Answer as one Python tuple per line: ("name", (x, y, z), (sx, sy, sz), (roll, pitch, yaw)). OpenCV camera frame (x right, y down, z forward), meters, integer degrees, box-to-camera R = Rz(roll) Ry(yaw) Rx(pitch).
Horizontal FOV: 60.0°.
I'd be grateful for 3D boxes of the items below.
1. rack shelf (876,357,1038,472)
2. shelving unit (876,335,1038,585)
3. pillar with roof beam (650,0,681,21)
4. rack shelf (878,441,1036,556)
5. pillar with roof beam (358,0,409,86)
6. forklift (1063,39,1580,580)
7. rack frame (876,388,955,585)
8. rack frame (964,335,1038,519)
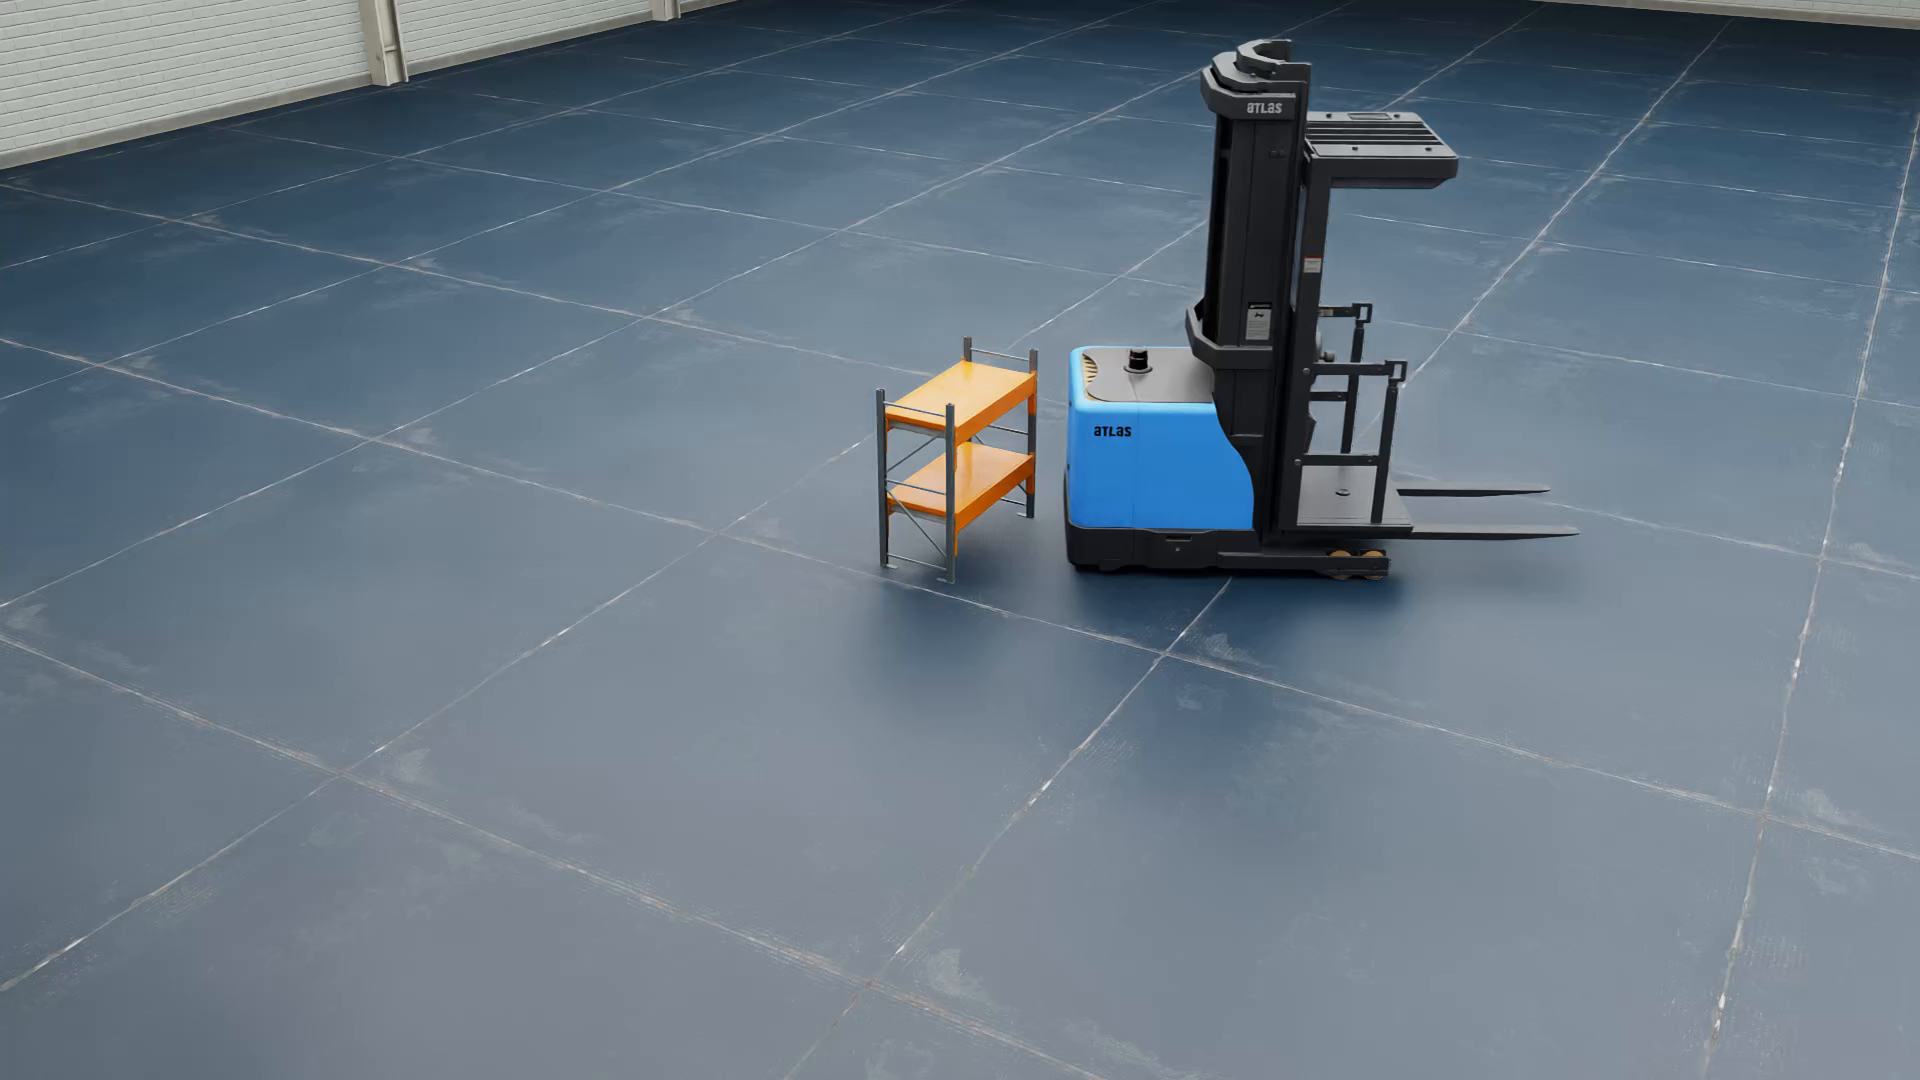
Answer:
("rack shelf", (-0.003, -0.762, 9.862), (0.538, 0.278, 1.000), (14, 30, 26))
("shelving unit", (-0.003, -0.500, 9.993), (0.538, 1.125, 1.048), (14, 30, 26))
("pillar with roof beam", (-1.100, -11.674, 23.519), (9.100, 9.000, 0.400), (14, 30, 26))
("rack shelf", (-0.003, -0.282, 10.102), (0.538, 0.278, 1.000), (14, 30, 26))
("pillar with roof beam", (-4.051, -9.336, 18.848), (9.100, 9.000, 0.400), (14, 30, 26))
("forklift", (2.164, -1.318, 9.608), (3.031, 2.935, 1.130), (1, 27, 1))
("rack frame", (-0.253, -0.302, 9.597), (0.500, 1.125, 0.032), (14, 30, 26))
("rack frame", (0.247, -0.698, 10.389), (0.500, 1.125, 0.032), (14, 30, 26))
